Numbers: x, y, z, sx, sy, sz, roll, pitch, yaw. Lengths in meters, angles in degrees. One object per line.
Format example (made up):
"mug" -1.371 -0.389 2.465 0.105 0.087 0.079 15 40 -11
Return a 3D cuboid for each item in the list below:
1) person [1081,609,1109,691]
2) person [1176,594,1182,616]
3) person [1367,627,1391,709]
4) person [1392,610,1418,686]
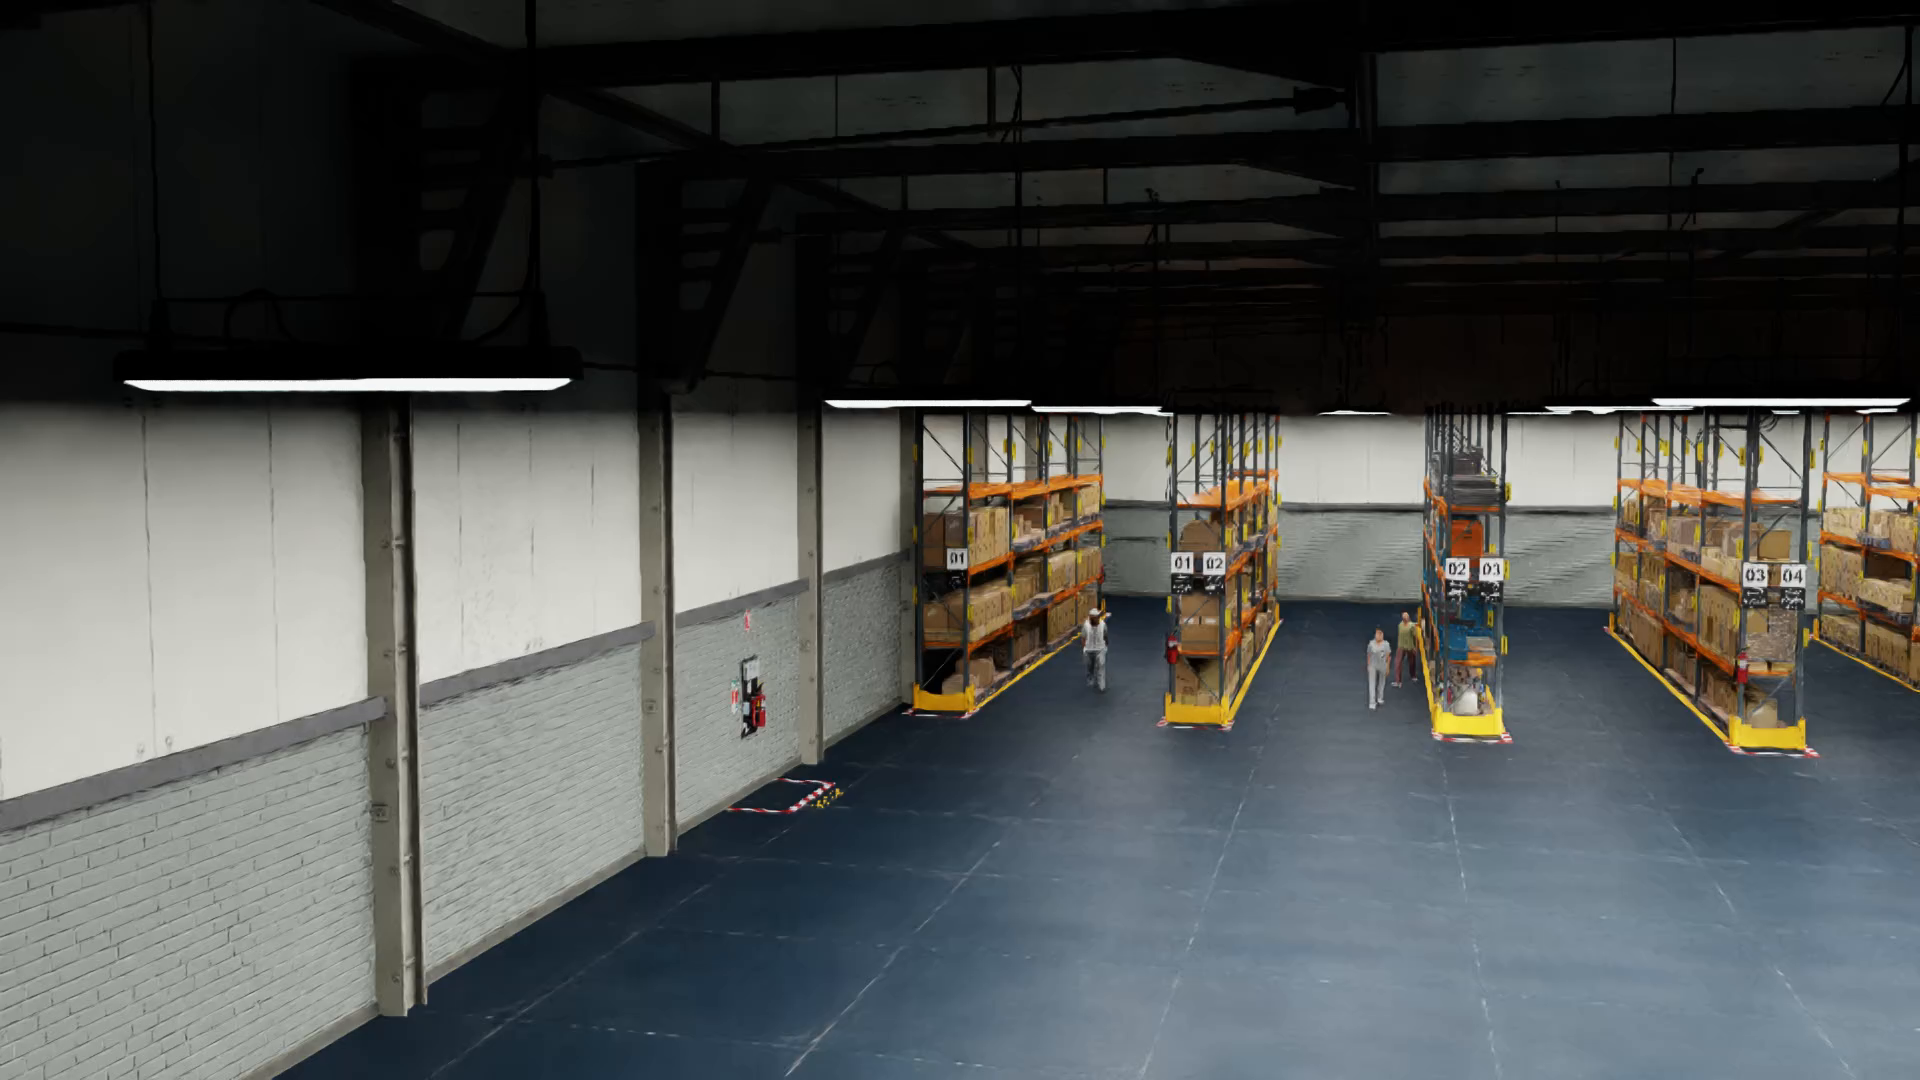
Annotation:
"person" 2.824 2.279 34.877 0.580 1.706 1.096 0 4 5
"person" 5.771 1.757 42.751 0.456 1.587 1.088 1 4 17
"person" 8.235 2.497 32.693 0.445 1.591 1.110 1 4 12
"person" 9.550 2.288 35.485 0.468 1.620 0.926 3 5 31
